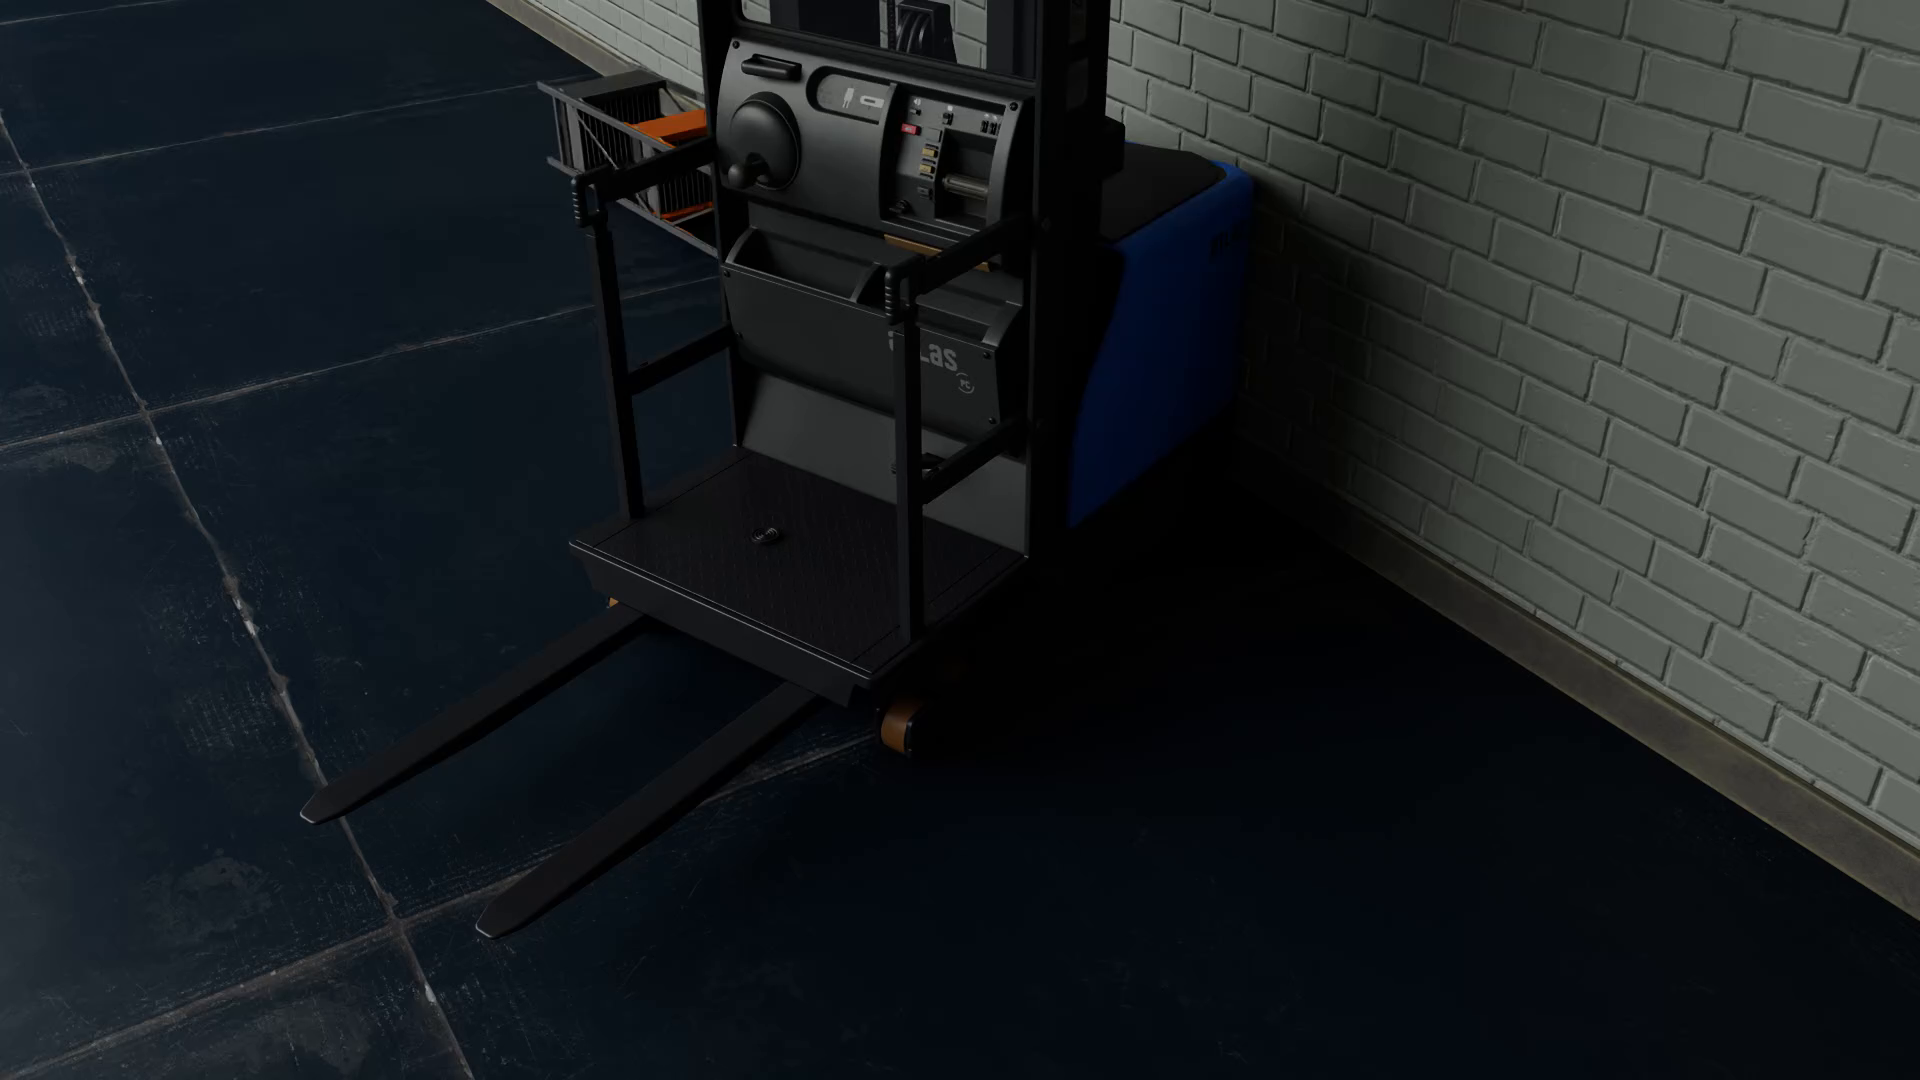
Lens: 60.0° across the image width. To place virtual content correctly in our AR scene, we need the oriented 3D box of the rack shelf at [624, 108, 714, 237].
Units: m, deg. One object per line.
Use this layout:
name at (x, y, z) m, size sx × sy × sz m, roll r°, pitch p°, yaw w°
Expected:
rack shelf at (-1.130, -1.639, 7.389) m, size 0.480 × 0.431 × 0.518 m, roll -23°, pitch 39°, yaw -32°

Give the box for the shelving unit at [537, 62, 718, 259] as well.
shelving unit at (-1.138, -1.645, 7.398) m, size 0.503 × 0.431 × 2.100 m, roll -23°, pitch 39°, yaw -32°

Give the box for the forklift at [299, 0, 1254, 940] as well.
forklift at (-0.367, -0.969, 4.039) m, size 1.130 × 2.935 × 3.031 m, roll 21°, pitch 38°, yaw 30°

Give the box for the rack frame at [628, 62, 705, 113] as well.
rack frame at (-0.949, -1.727, 7.528) m, size 0.015 × 0.400 × 2.100 m, roll -23°, pitch 39°, yaw -32°

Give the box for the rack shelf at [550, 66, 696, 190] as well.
rack shelf at (-1.572, -1.929, 7.848) m, size 0.480 × 0.431 × 0.518 m, roll -23°, pitch 39°, yaw -32°

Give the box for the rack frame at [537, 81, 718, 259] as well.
rack frame at (-1.327, -1.563, 7.268) m, size 0.015 × 0.400 × 2.100 m, roll -23°, pitch 39°, yaw -32°
